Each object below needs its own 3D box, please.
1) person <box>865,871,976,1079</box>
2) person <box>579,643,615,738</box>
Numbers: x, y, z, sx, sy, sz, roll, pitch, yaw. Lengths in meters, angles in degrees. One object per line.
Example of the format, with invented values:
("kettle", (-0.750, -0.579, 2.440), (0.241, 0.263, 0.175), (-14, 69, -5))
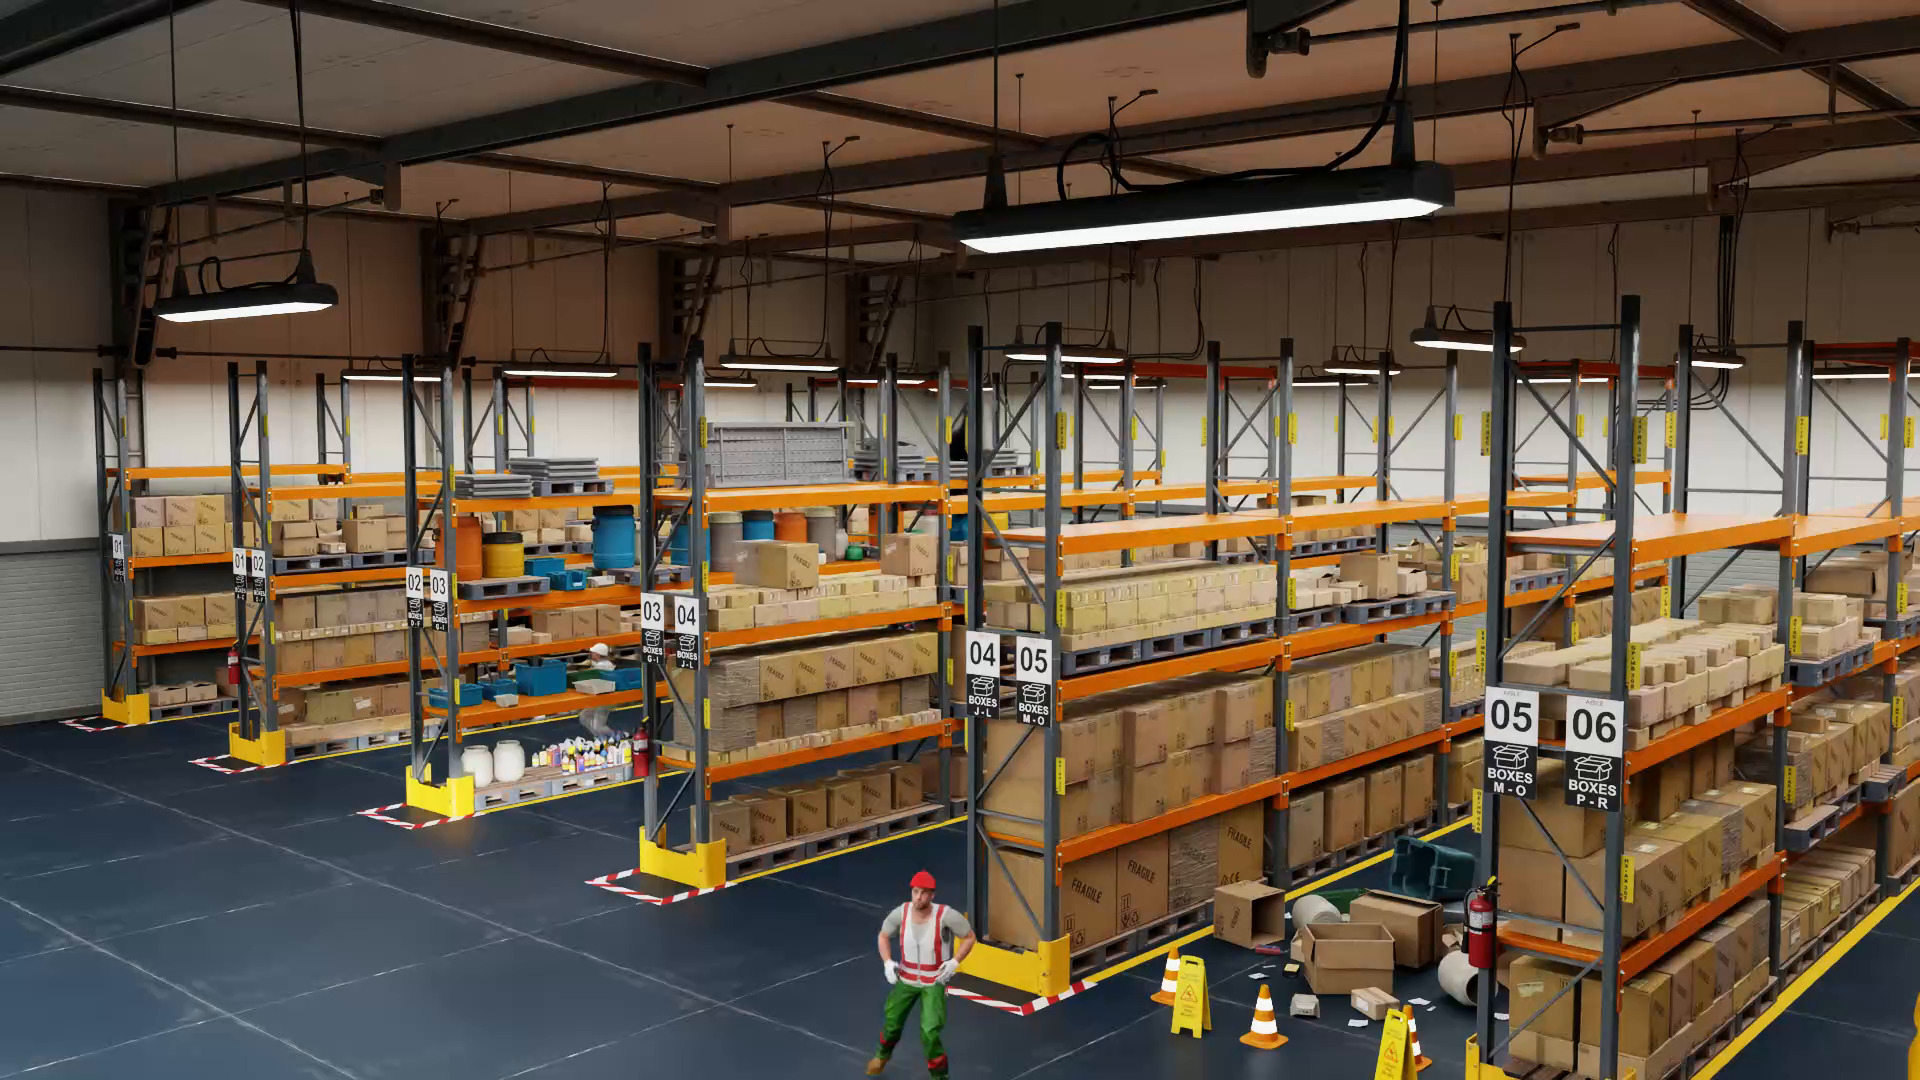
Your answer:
("person", (-0.337, 3.370, 12.642), (0.898, 1.775, 0.766), (1, 4, 12))
("person", (-5.509, 2.432, 25.466), (0.639, 1.734, 0.718), (-1, 4, -19))
